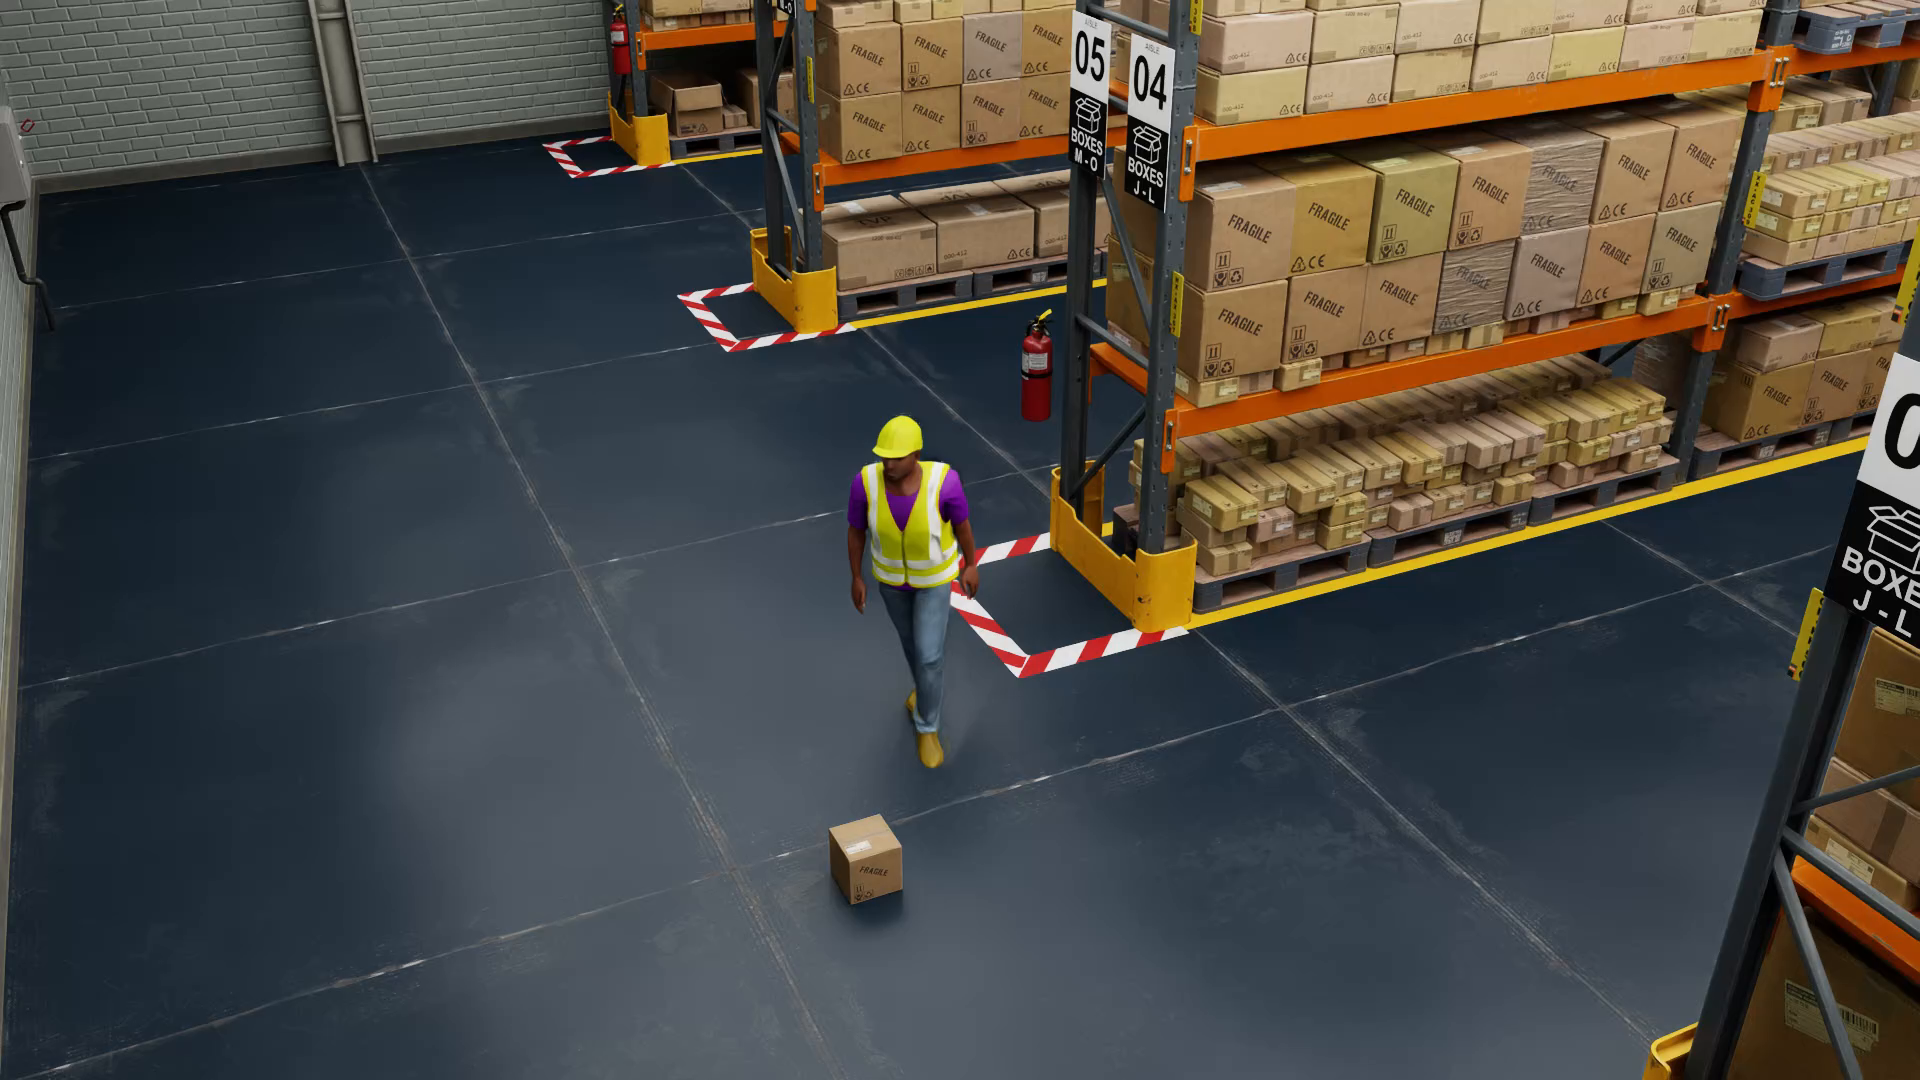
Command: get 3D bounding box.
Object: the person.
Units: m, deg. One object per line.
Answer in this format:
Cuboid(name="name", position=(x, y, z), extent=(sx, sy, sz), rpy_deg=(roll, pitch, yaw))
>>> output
Cuboid(name="person", position=(-0.237, 0.188, 8.117), extent=(0.615, 1.784, 0.695), rpy_deg=(8, 30, 14))
